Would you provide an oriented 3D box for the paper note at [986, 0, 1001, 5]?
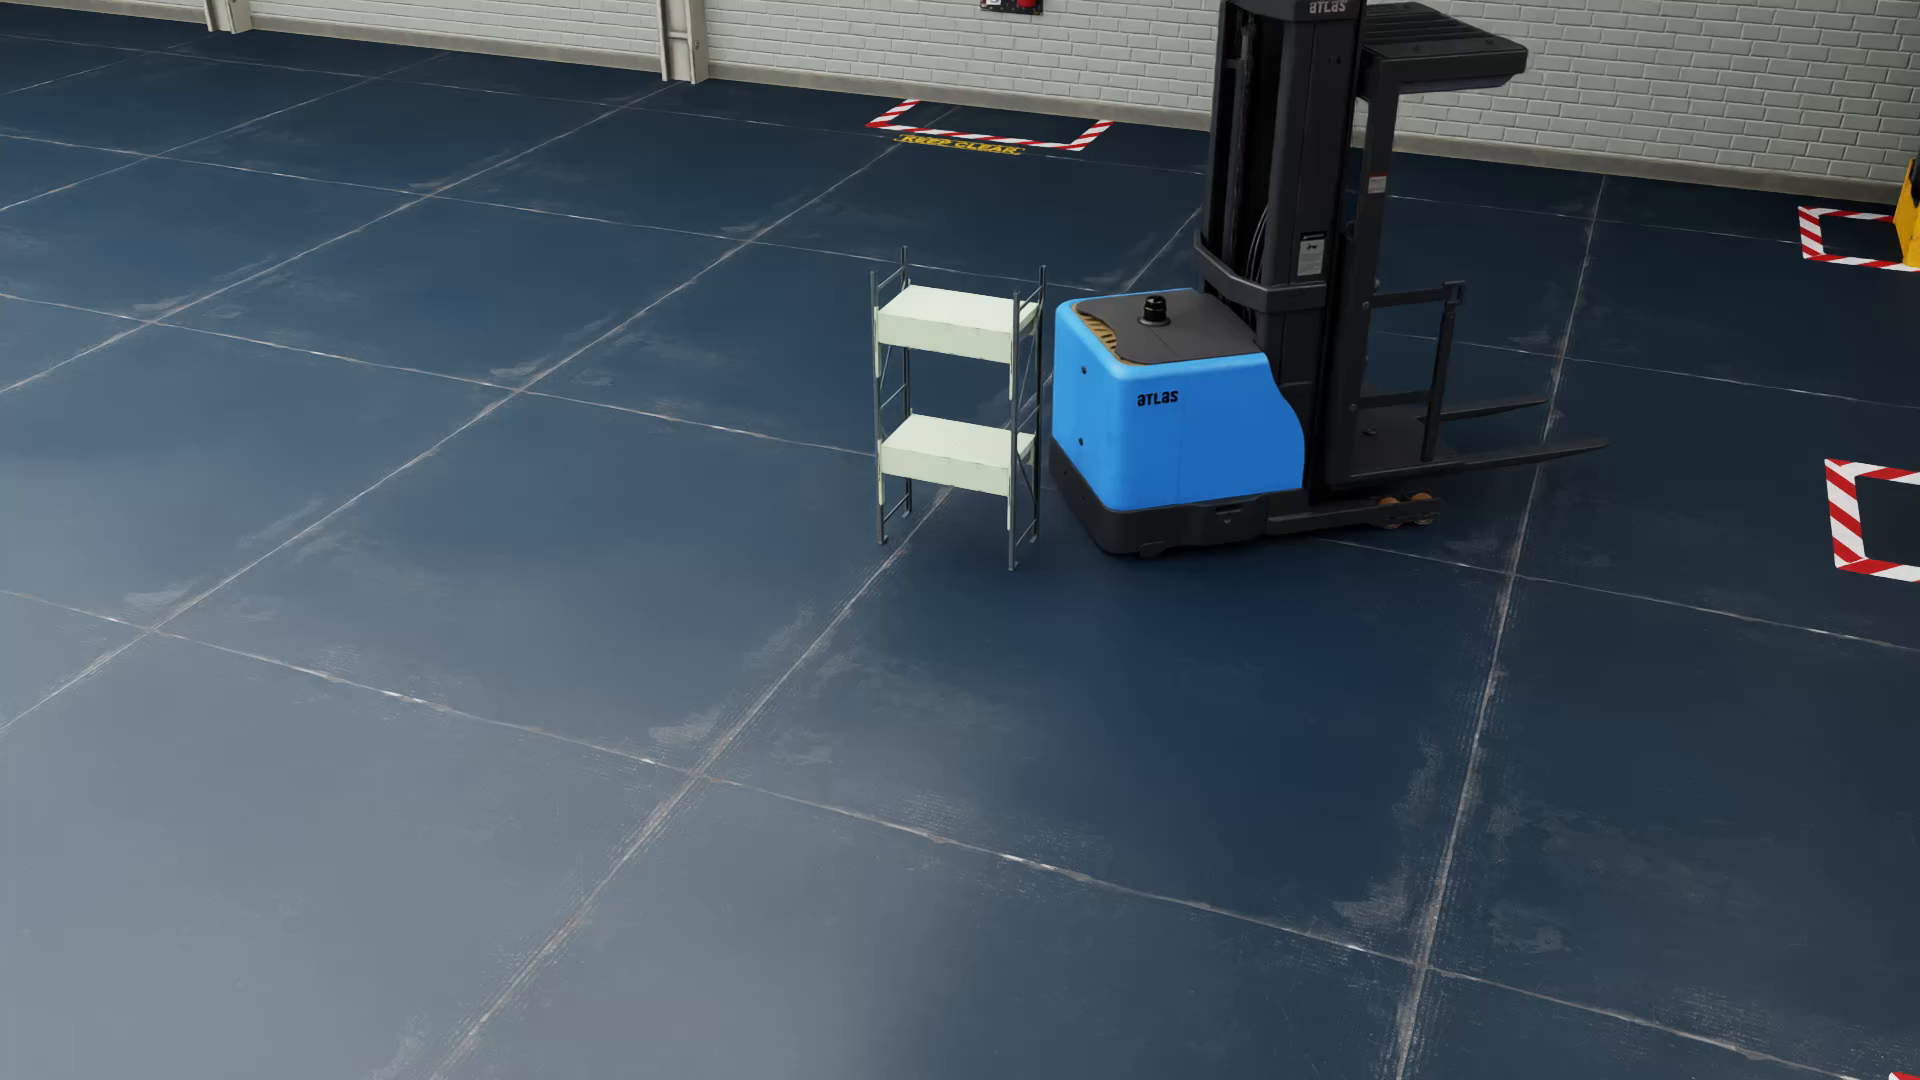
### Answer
[{"bbox_3d":[0.318,-5.117,15.650,0.142,0.148,0.016,11,31,19],"label":"paper note"}]

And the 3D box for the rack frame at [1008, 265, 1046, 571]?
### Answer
[{"bbox_3d":[0.333,-0.586,8.263,0.023,1.500,0.400,11,31,19],"label":"rack frame"}]

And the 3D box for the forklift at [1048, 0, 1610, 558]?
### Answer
[{"bbox_3d":[2.068,-1.576,8.559,3.031,2.935,1.130,-8,30,-13],"label":"forklift"}]

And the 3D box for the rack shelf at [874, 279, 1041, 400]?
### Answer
[{"bbox_3d":[-0.006,-0.994,8.191,0.720,0.370,0.431,11,31,19],"label":"rack shelf"}]

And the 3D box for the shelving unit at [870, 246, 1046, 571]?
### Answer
[{"bbox_3d":[-0.006,-0.654,8.383,0.755,1.500,0.431,11,31,19],"label":"shelving unit"}]

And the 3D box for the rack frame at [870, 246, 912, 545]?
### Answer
[{"bbox_3d":[-0.345,-0.722,8.503,0.023,1.500,0.400,11,31,19],"label":"rack frame"}]

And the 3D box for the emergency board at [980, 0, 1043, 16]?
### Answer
[{"bbox_3d":[0.457,-5.437,15.320,0.643,1.169,0.194,11,31,19],"label":"emergency board"}]

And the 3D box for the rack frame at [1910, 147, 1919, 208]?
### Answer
[{"bbox_3d":[7.318,-3.587,12.048,0.127,3.000,1.000,11,31,19],"label":"rack frame"}]

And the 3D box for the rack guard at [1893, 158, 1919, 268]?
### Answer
[{"bbox_3d":[7.388,-2.485,12.638,0.348,0.500,1.175,11,31,19],"label":"rack guard"}]

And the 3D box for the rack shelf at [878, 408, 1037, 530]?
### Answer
[{"bbox_3d":[-0.006,-0.370,8.544,0.720,0.370,0.431,11,31,19],"label":"rack shelf"}]

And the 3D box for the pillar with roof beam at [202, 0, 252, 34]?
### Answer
[{"bbox_3d":[-10.006,-7.831,13.459,0.400,9.000,9.100,11,31,19],"label":"pillar with roof beam"}]

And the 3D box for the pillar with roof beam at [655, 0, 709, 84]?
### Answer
[{"bbox_3d":[-4.446,-6.721,11.495,0.400,9.000,9.100,11,31,19],"label":"pillar with roof beam"}]
